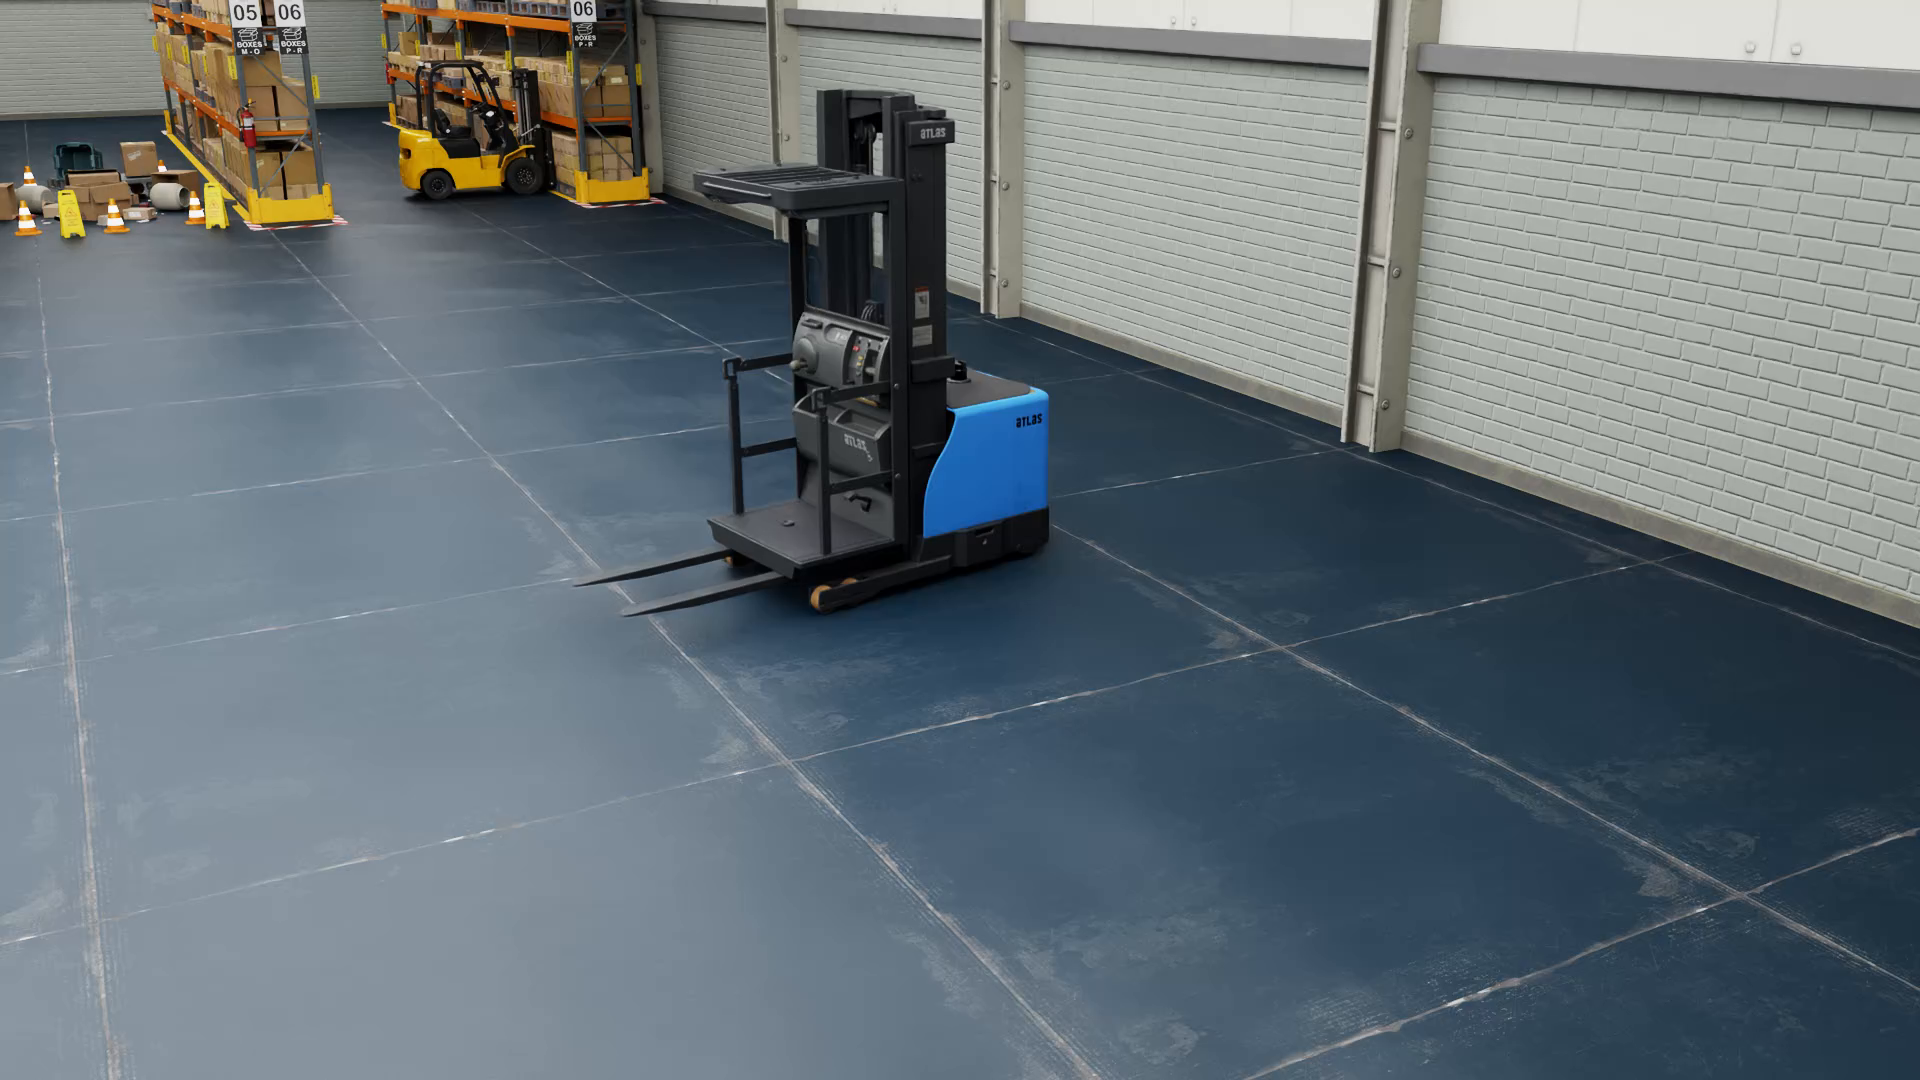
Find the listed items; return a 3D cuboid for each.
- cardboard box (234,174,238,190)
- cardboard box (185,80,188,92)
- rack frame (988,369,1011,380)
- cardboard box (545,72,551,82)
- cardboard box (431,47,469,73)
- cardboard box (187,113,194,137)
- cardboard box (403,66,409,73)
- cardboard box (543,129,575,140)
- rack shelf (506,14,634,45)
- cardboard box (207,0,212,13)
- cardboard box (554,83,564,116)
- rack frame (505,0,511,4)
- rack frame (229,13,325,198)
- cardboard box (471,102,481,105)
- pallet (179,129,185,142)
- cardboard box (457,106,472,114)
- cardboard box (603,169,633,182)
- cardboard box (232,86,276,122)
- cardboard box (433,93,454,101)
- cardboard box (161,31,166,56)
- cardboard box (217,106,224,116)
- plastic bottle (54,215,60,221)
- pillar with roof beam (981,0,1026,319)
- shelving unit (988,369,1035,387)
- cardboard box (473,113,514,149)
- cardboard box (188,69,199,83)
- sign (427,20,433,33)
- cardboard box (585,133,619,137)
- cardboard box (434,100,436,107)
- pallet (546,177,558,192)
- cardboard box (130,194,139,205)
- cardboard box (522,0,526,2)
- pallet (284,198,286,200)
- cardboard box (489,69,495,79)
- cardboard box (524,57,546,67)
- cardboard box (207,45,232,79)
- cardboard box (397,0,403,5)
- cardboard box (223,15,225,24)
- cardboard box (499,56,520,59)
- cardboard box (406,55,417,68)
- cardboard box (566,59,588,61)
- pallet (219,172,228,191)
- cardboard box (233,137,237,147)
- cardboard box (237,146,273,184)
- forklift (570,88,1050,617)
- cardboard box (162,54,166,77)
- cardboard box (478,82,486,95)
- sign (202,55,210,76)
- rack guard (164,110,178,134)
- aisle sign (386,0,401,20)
[{"bbox_3d":[-11.412,-5.777,26.847,0.500,0.250,0.500,-10,22,-27],"label":"cardboard box"},{"bbox_3d":[-14.821,-8.867,32.459,0.500,0.250,0.500,-10,22,-27],"label":"cardboard box"},{"bbox_3d":[0.264,-0.639,11.374,0.200,1.050,0.008,-15,24,-37],"label":"rack frame"},{"bbox_3d":[-6.748,-7.789,27.959,0.380,0.149,0.250,-10,21,-26],"label":"cardboard box"},{"bbox_3d":[-10.753,-10.158,35.174,0.700,0.500,0.500,-10,21,-27],"label":"cardboard box"},{"bbox_3d":[-15.974,-8.874,35.534,0.875,0.438,0.875,-10,22,-27],"label":"cardboard box"},{"bbox_3d":[-12.678,-10.902,38.513,0.380,0.149,0.250,-9,21,-25],"label":"cardboard box"},{"bbox_3d":[-6.929,-6.906,28.584,0.500,0.250,0.500,-10,22,-28],"label":"cardboard box"},{"bbox_3d":[-6.655,-8.667,28.154,1.077,0.370,4.000,-10,21,-27],"label":"rack shelf"},{"bbox_3d":[-11.524,-8.420,26.109,0.500,0.250,0.500,-10,21,-26],"label":"cardboard box"},{"bbox_3d":[-6.409,-7.313,27.573,0.500,0.500,0.500,-9,21,-25],"label":"cardboard box"},{"bbox_3d":[-7.605,-10.999,29.211,1.000,3.000,0.127,-10,21,-27],"label":"rack frame"},{"bbox_3d":[-10.072,-6.245,24.631,1.000,3.000,0.127,-10,21,-27],"label":"rack frame"},{"bbox_3d":[-10.323,-9.357,35.844,0.380,0.149,0.250,-10,21,-26],"label":"cardboard box"},{"bbox_3d":[-16.646,-8.953,36.753,1.003,0.211,1.213,-10,21,-27],"label":"pallet"},{"bbox_3d":[-10.291,-8.976,34.740,0.380,0.149,0.250,-9,21,-25],"label":"cardboard box"},{"bbox_3d":[-5.767,-6.085,27.738,0.500,0.250,0.500,-10,21,-26],"label":"cardboard box"},{"bbox_3d":[-10.573,-6.546,24.894,0.500,0.500,0.500,-10,22,-28],"label":"cardboard box"},{"bbox_3d":[-11.302,-9.712,36.418,0.380,0.149,0.250,-11,22,-29],"label":"cardboard box"},{"bbox_3d":[-16.952,-10.739,35.969,0.500,0.500,0.500,-10,21,-26],"label":"cardboard box"},{"bbox_3d":[-12.104,-7.134,27.593,0.380,0.149,0.250,-10,21,-27],"label":"cardboard box"},{"bbox_3d":[-13.613,-4.875,25.166,0.283,0.061,0.133,16,25,39],"label":"plastic bottle"},{"bbox_3d":[-3.334,-6.079,14.952,9.100,9.000,0.400,-10,21,-27],"label":"pillar with roof beam"},{"bbox_3d":[0.341,-0.608,11.284,0.215,1.050,0.252,-15,24,-37],"label":"shelving unit"},{"bbox_3d":[-9.220,-8.206,33.311,0.875,0.625,0.625,-9,21,-25],"label":"cardboard box"},{"bbox_3d":[-14.325,-8.807,31.518,0.500,0.250,0.500,-10,21,-27],"label":"cardboard box"},{"bbox_3d":[-12.806,-12.385,40.165,0.100,0.325,0.005,-10,21,-27],"label":"sign"},{"bbox_3d":[-6.008,-6.696,27.978,0.500,0.250,0.500,-10,21,-27],"label":"cardboard box"},{"bbox_3d":[-11.468,-9.639,36.661,0.380,0.149,0.250,-9,21,-24],"label":"cardboard box"},{"bbox_3d":[-6.681,-6.260,28.948,1.003,0.211,1.213,-10,21,-27],"label":"pallet"},{"bbox_3d":[-13.474,-5.534,26.763,0.396,0.266,0.258,7,20,20],"label":"cardboard box"},{"bbox_3d":[-7.294,-9.312,28.508,0.380,0.149,0.250,-9,21,-25],"label":"cardboard box"},{"bbox_3d":[-10.463,-5.187,25.841,1.003,0.211,1.213,-10,21,-27],"label":"pallet"},{"bbox_3d":[-8.552,-8.724,31.279,0.500,0.250,0.500,-10,21,-26],"label":"cardboard box"},{"bbox_3d":[-7.496,-8.462,29.452,0.380,0.149,0.250,-10,21,-26],"label":"cardboard box"},{"bbox_3d":[-11.516,-7.595,26.403,0.700,0.500,0.500,-11,22,-28],"label":"cardboard box"},{"bbox_3d":[-12.592,-12.254,37.831,0.380,0.149,0.250,-10,21,-26],"label":"cardboard box"},{"bbox_3d":[-10.953,-7.898,25.209,0.380,0.149,0.250,-10,21,-27],"label":"cardboard box"},{"bbox_3d":[-8.880,-9.462,32.805,0.380,0.149,0.250,-10,21,-27],"label":"cardboard box"},{"bbox_3d":[-12.337,-10.925,37.966,0.500,0.250,0.500,-10,21,-27],"label":"cardboard box"},{"bbox_3d":[-6.608,-8.240,28.809,0.380,0.149,0.250,-10,22,-27],"label":"cardboard box"},{"bbox_3d":[-12.343,-6.298,29.060,1.003,0.211,1.213,-10,21,-27],"label":"pallet"},{"bbox_3d":[-11.156,-6.238,26.038,0.380,0.149,0.250,-9,21,-24],"label":"cardboard box"},{"bbox_3d":[-10.933,-5.837,25.871,0.500,0.500,0.500,-9,21,-25],"label":"cardboard box"},{"bbox_3d":[-0.887,-1.144,9.953,3.031,2.935,1.130,-14,24,-36],"label":"forklift"},{"bbox_3d":[-17.430,-10.562,36.989,0.500,0.500,0.500,-10,22,-27],"label":"cardboard box"},{"bbox_3d":[-9.024,-8.783,32.217,0.500,0.250,0.500,-11,22,-28],"label":"cardboard box"},{"bbox_3d":[-12.459,-7.854,27.517,0.100,0.325,0.005,-10,21,-27],"label":"sign"},{"bbox_3d":[-17.681,-9.663,38.369,1.175,0.500,0.348,-10,21,-27],"label":"rack guard"},{"bbox_3d":[-13.594,-12.811,39.674,0.394,0.787,0.004,-10,21,-27],"label":"aisle sign"}]
